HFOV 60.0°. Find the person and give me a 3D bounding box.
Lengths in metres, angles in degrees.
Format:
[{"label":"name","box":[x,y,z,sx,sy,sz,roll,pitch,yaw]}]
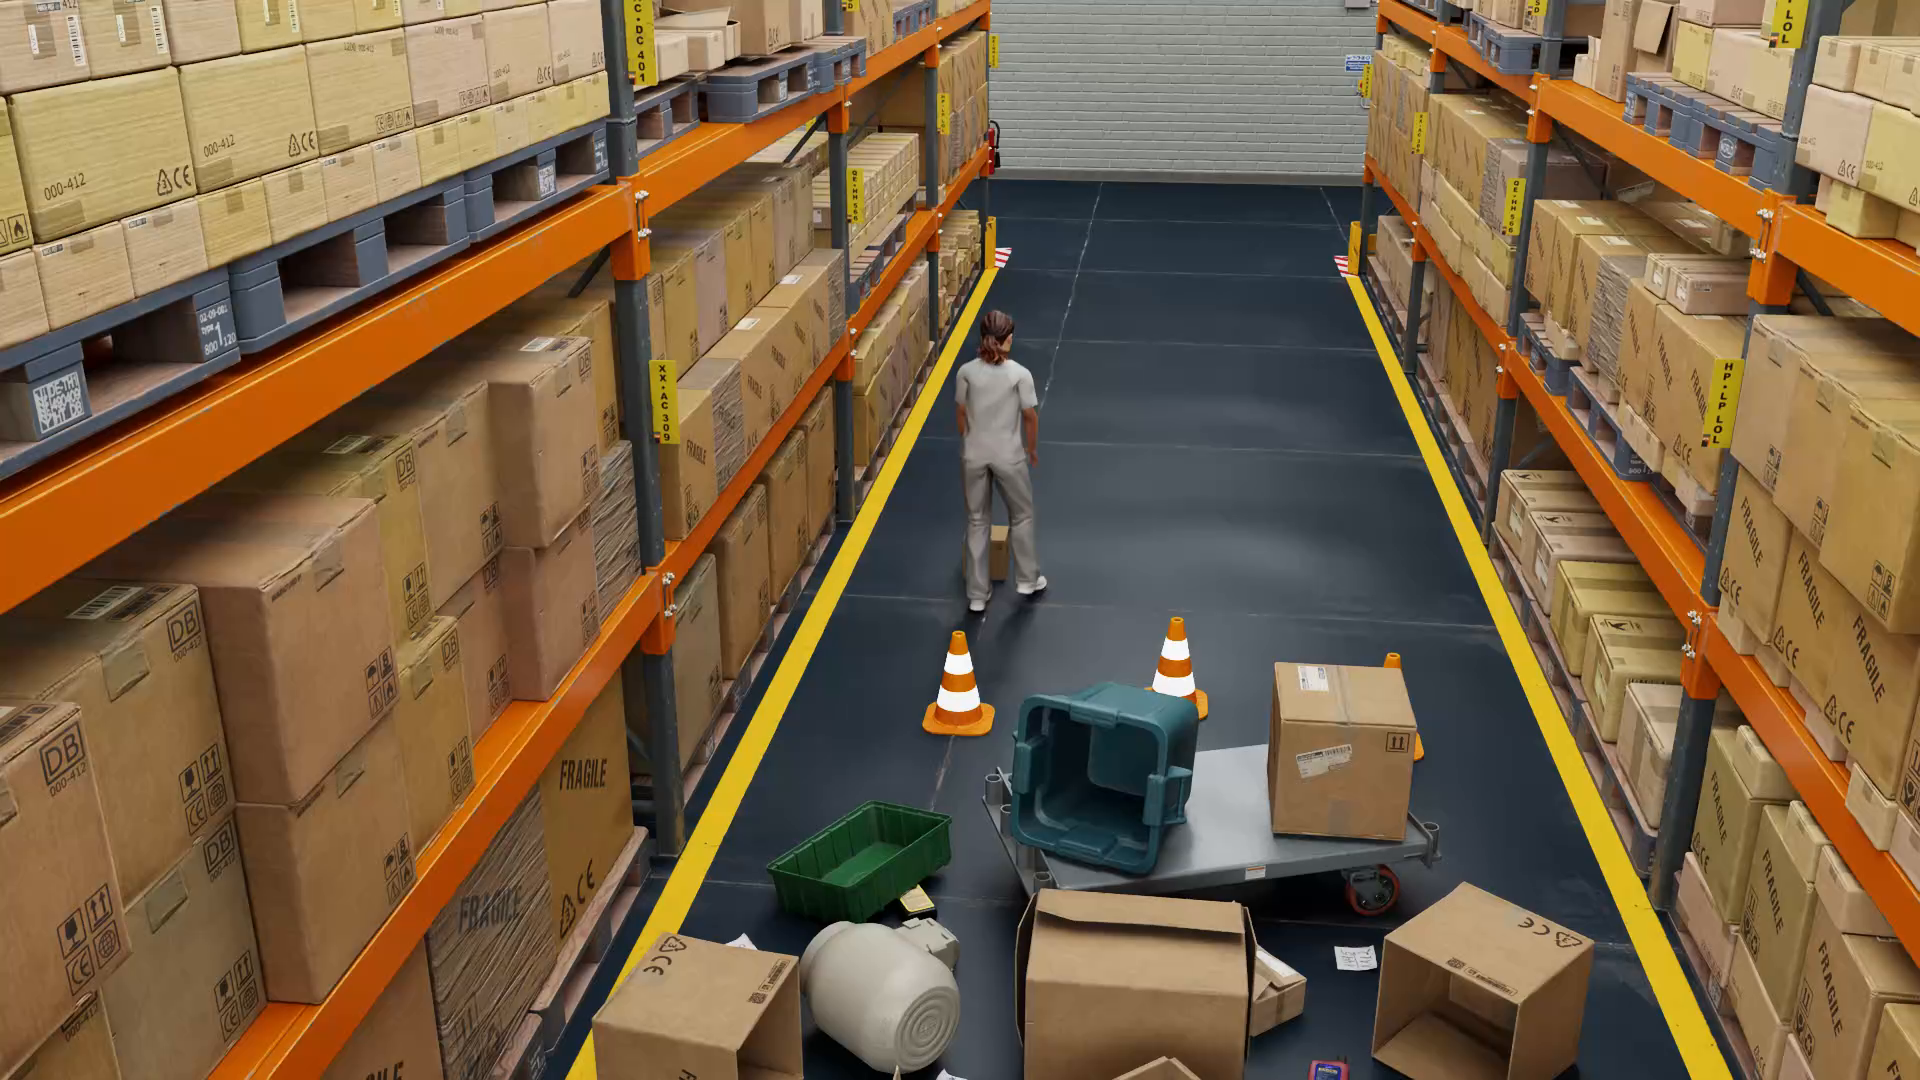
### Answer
[{"label":"person","box":[0.223,-0.457,9.226,0.485,1.677,0.543,4,22,10]}]
